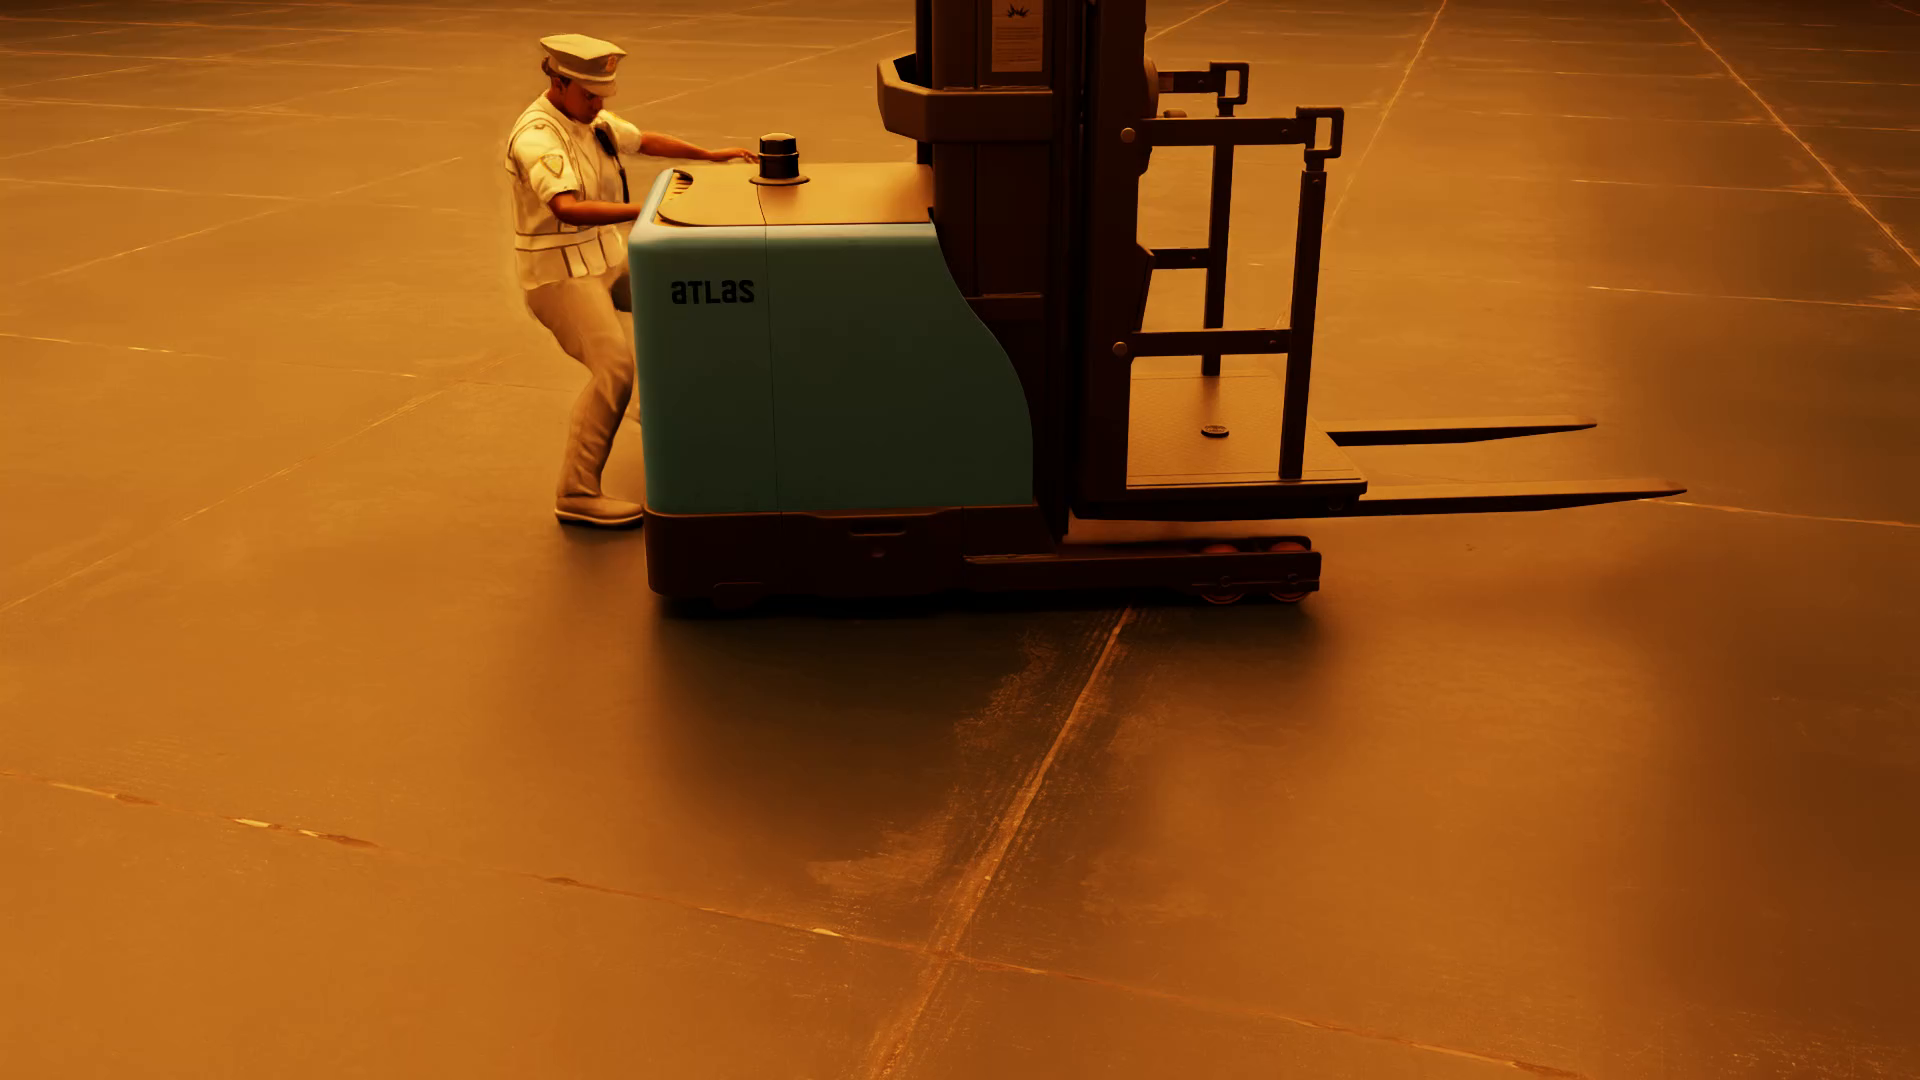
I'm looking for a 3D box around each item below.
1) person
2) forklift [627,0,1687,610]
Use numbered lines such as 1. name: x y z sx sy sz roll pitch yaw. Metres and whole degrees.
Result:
1. person: -1.083 -0.893 5.401 0.712 1.436 0.987 8 24 19
2. forklift: 0.606 -1.374 4.608 3.031 2.935 1.130 -2 23 -4
